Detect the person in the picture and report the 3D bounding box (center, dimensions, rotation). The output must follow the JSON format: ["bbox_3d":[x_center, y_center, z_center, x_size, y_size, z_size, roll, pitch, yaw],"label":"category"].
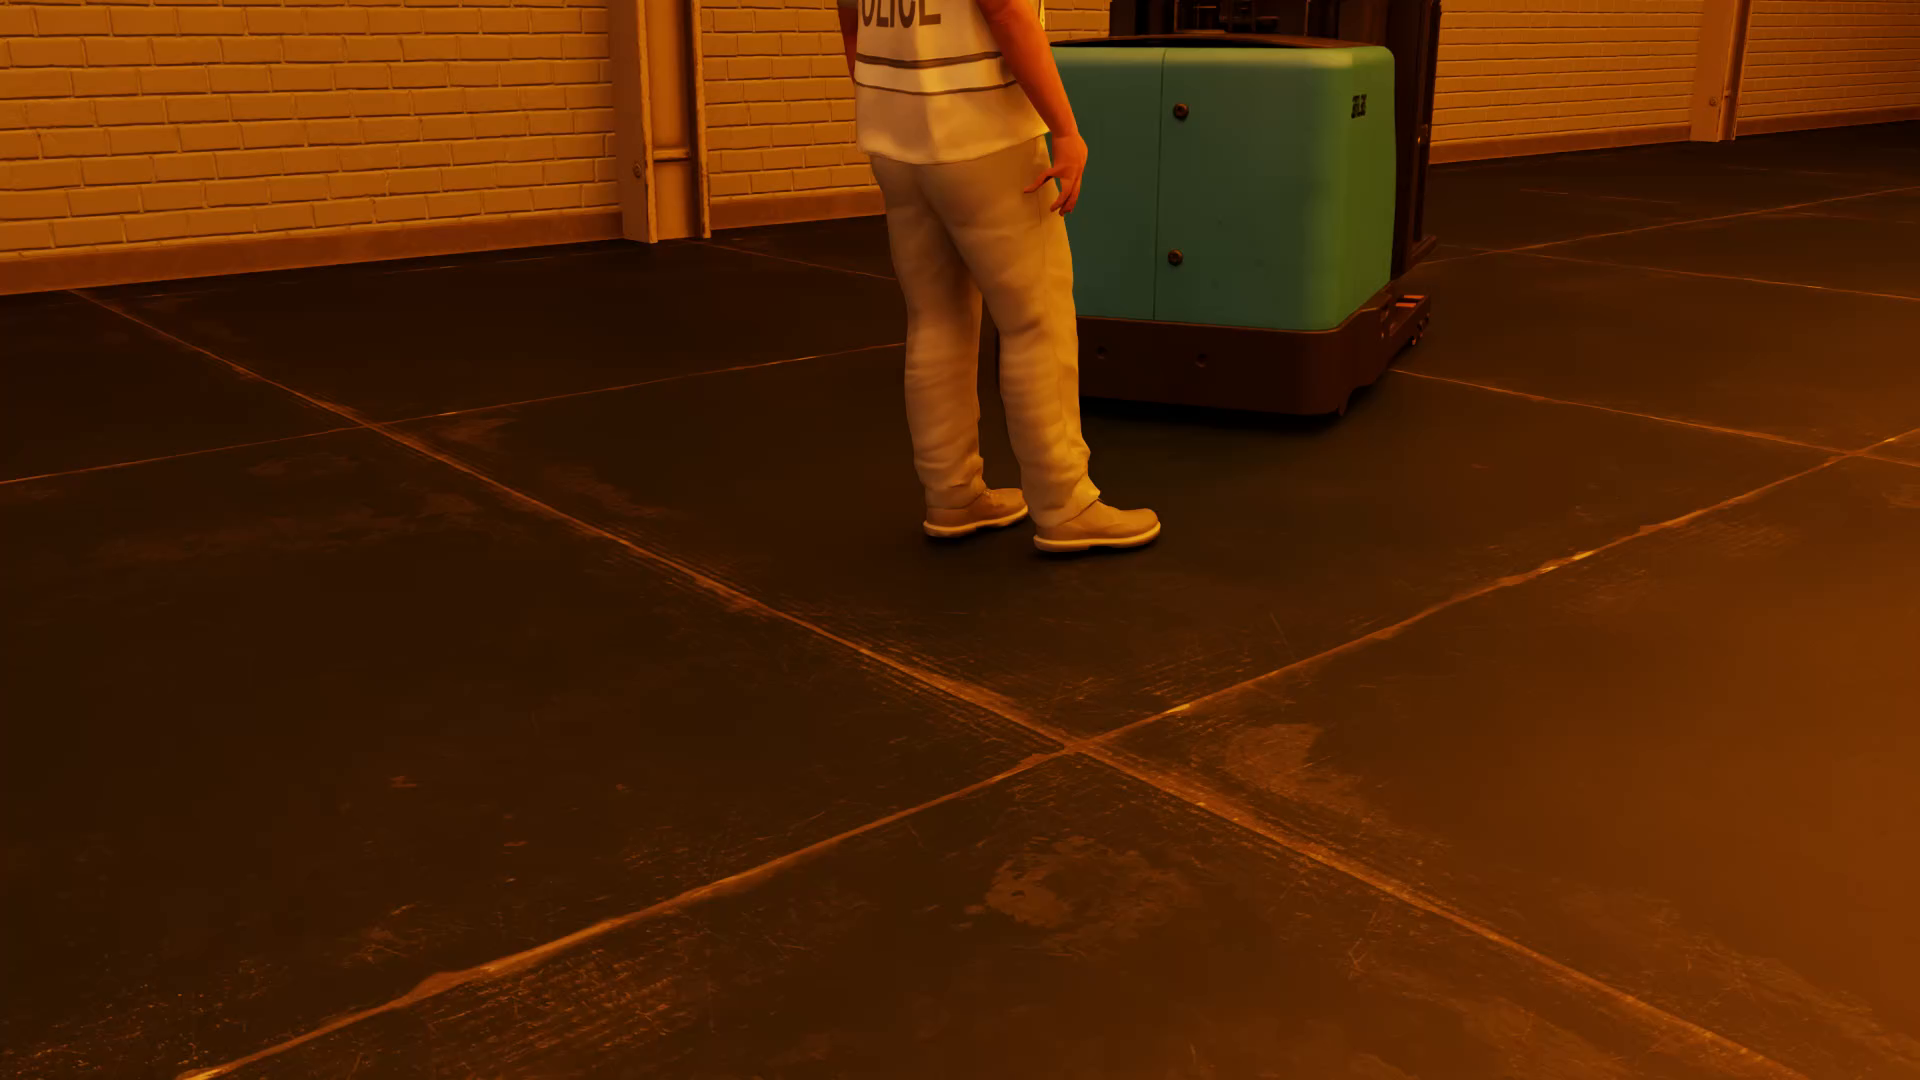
[{"bbox_3d":[0.067,-0.871,3.620,0.574,1.781,0.641,-14,22,-38],"label":"person"}]

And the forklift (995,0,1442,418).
[{"bbox_3d":[1.145,-2.153,5.820,1.130,2.935,3.031,7,19,22],"label":"forklift"}]
